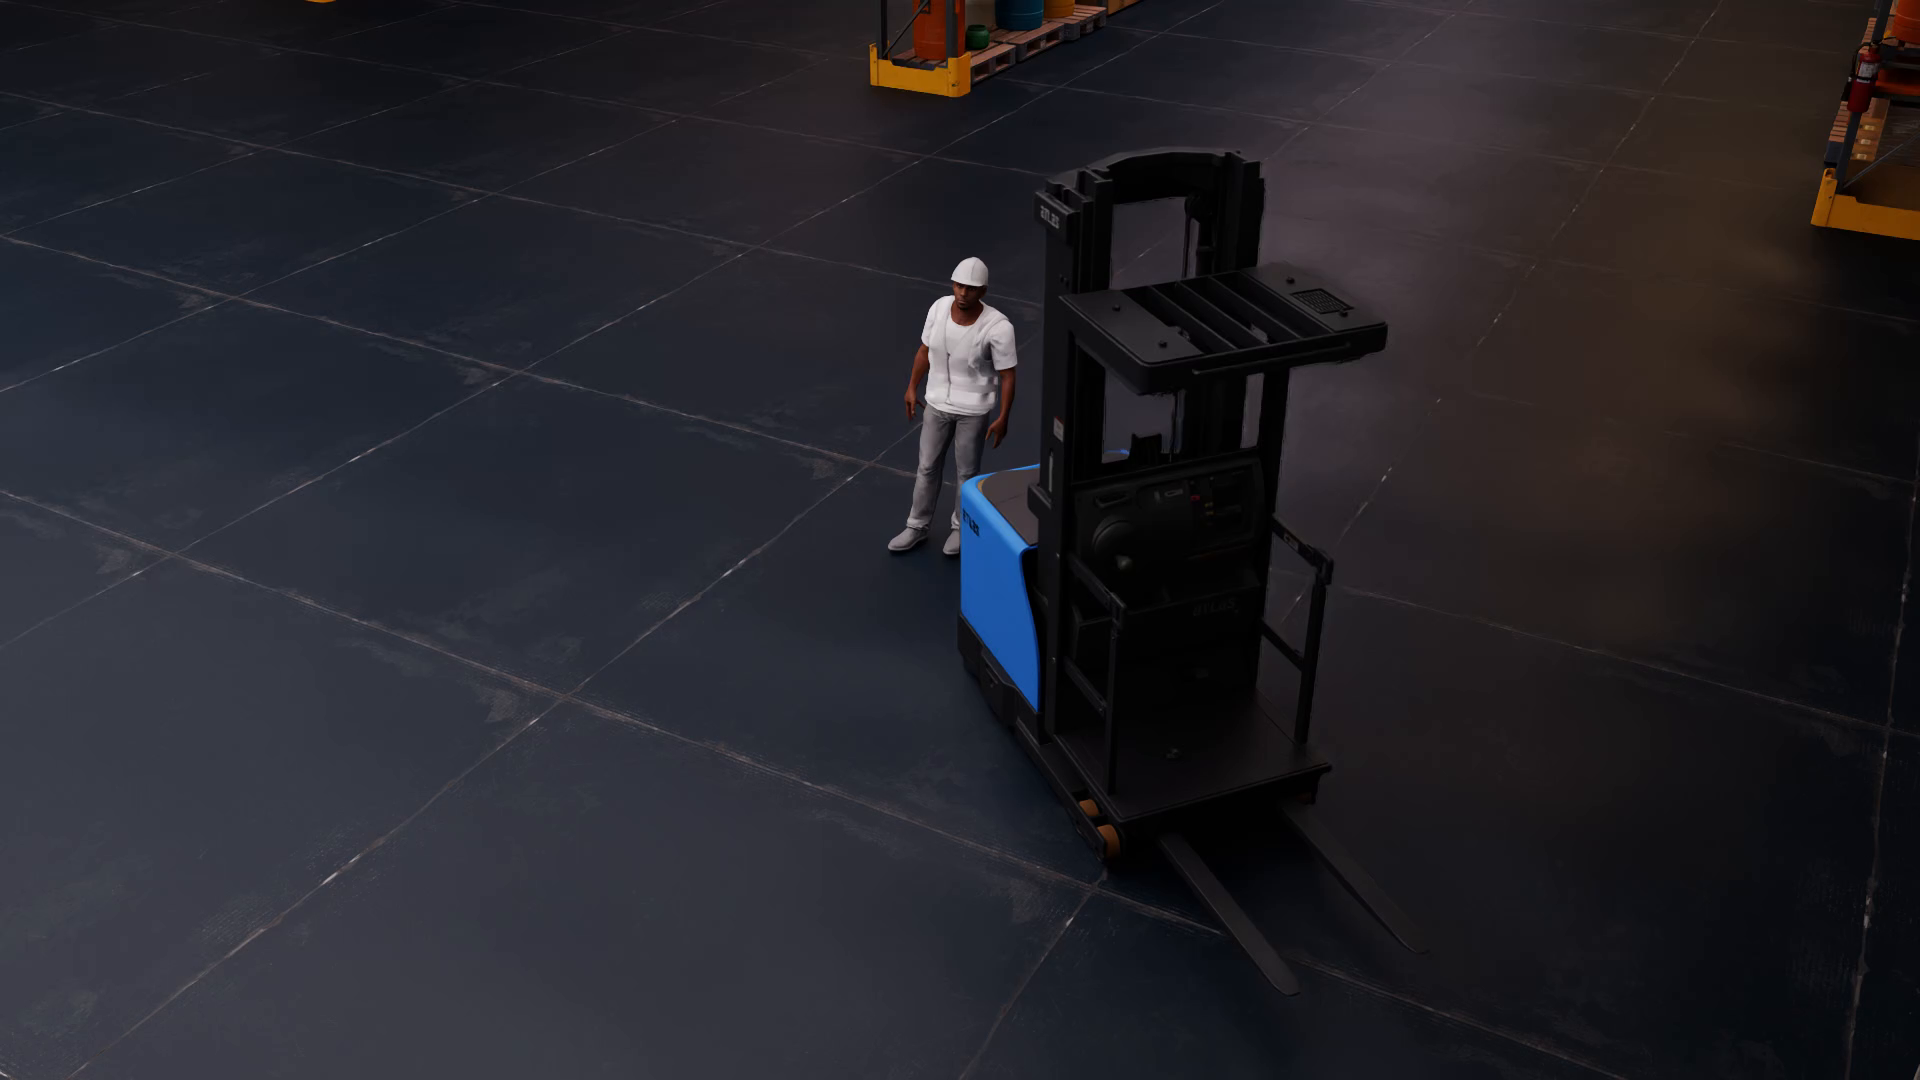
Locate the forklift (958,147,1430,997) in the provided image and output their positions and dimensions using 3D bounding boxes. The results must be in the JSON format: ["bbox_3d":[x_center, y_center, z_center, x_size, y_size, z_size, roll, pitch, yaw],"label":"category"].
[{"bbox_3d":[1.013,-0.062,7.178,1.130,2.935,3.031,-12,32,-19],"label":"forklift"}]

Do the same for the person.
[{"bbox_3d":[-0.039,-0.742,9.508,0.666,1.765,0.577,15,33,25],"label":"person"}]
